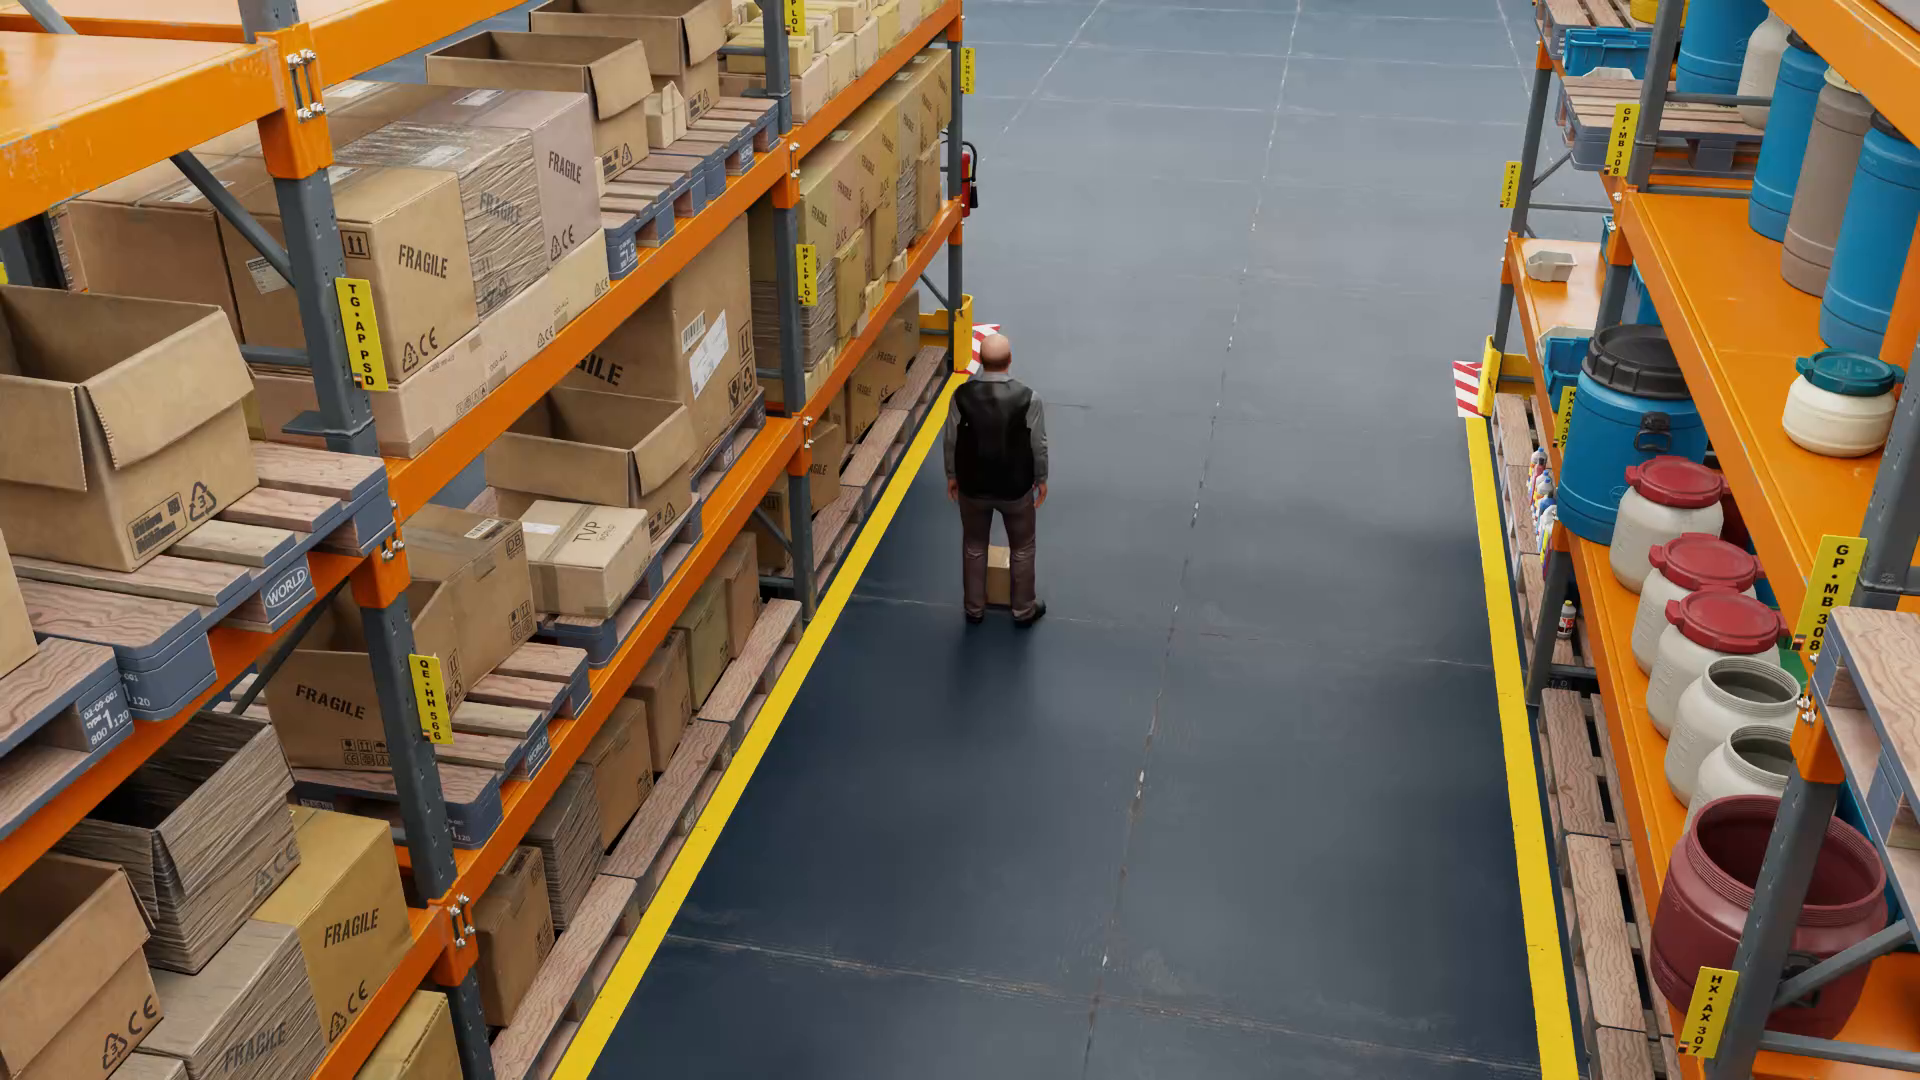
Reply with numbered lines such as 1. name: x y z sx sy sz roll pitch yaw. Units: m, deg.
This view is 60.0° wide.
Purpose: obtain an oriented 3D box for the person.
1. person: 0.197 -0.301 9.201 0.579 1.719 0.424 5 29 8
